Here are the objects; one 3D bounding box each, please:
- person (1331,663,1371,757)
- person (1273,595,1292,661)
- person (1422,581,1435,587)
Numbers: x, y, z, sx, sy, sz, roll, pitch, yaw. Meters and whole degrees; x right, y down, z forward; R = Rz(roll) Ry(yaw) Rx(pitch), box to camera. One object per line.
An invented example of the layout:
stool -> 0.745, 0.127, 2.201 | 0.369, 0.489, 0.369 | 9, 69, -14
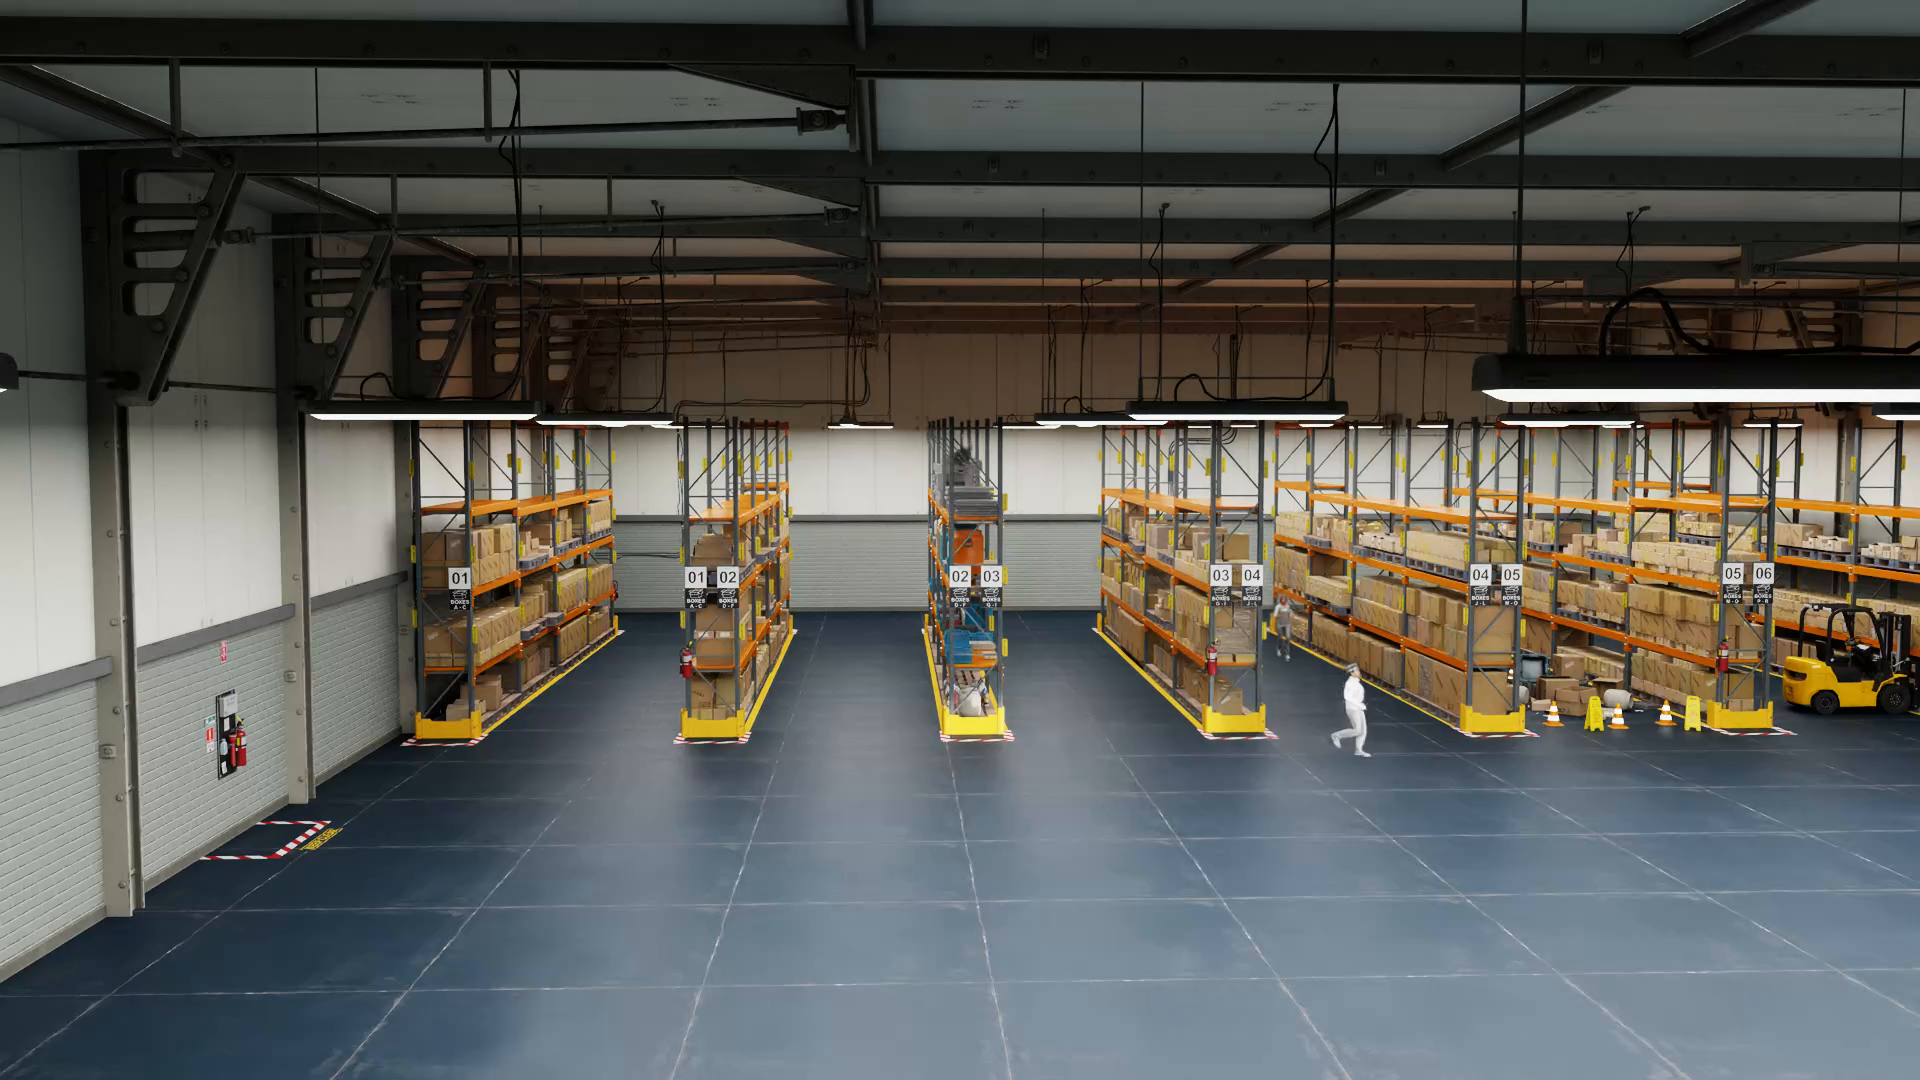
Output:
person -> 6.917, 2.979, 29.323 | 0.701, 1.661, 0.612 | 2, 4, 24
person -> 8.101, 2.183, 41.682 | 0.522, 1.622, 0.770 | 0, 4, -3
person -> 13.953, 1.692, 49.366 | 0.667, 1.694, 0.607 | 1, 4, 12
